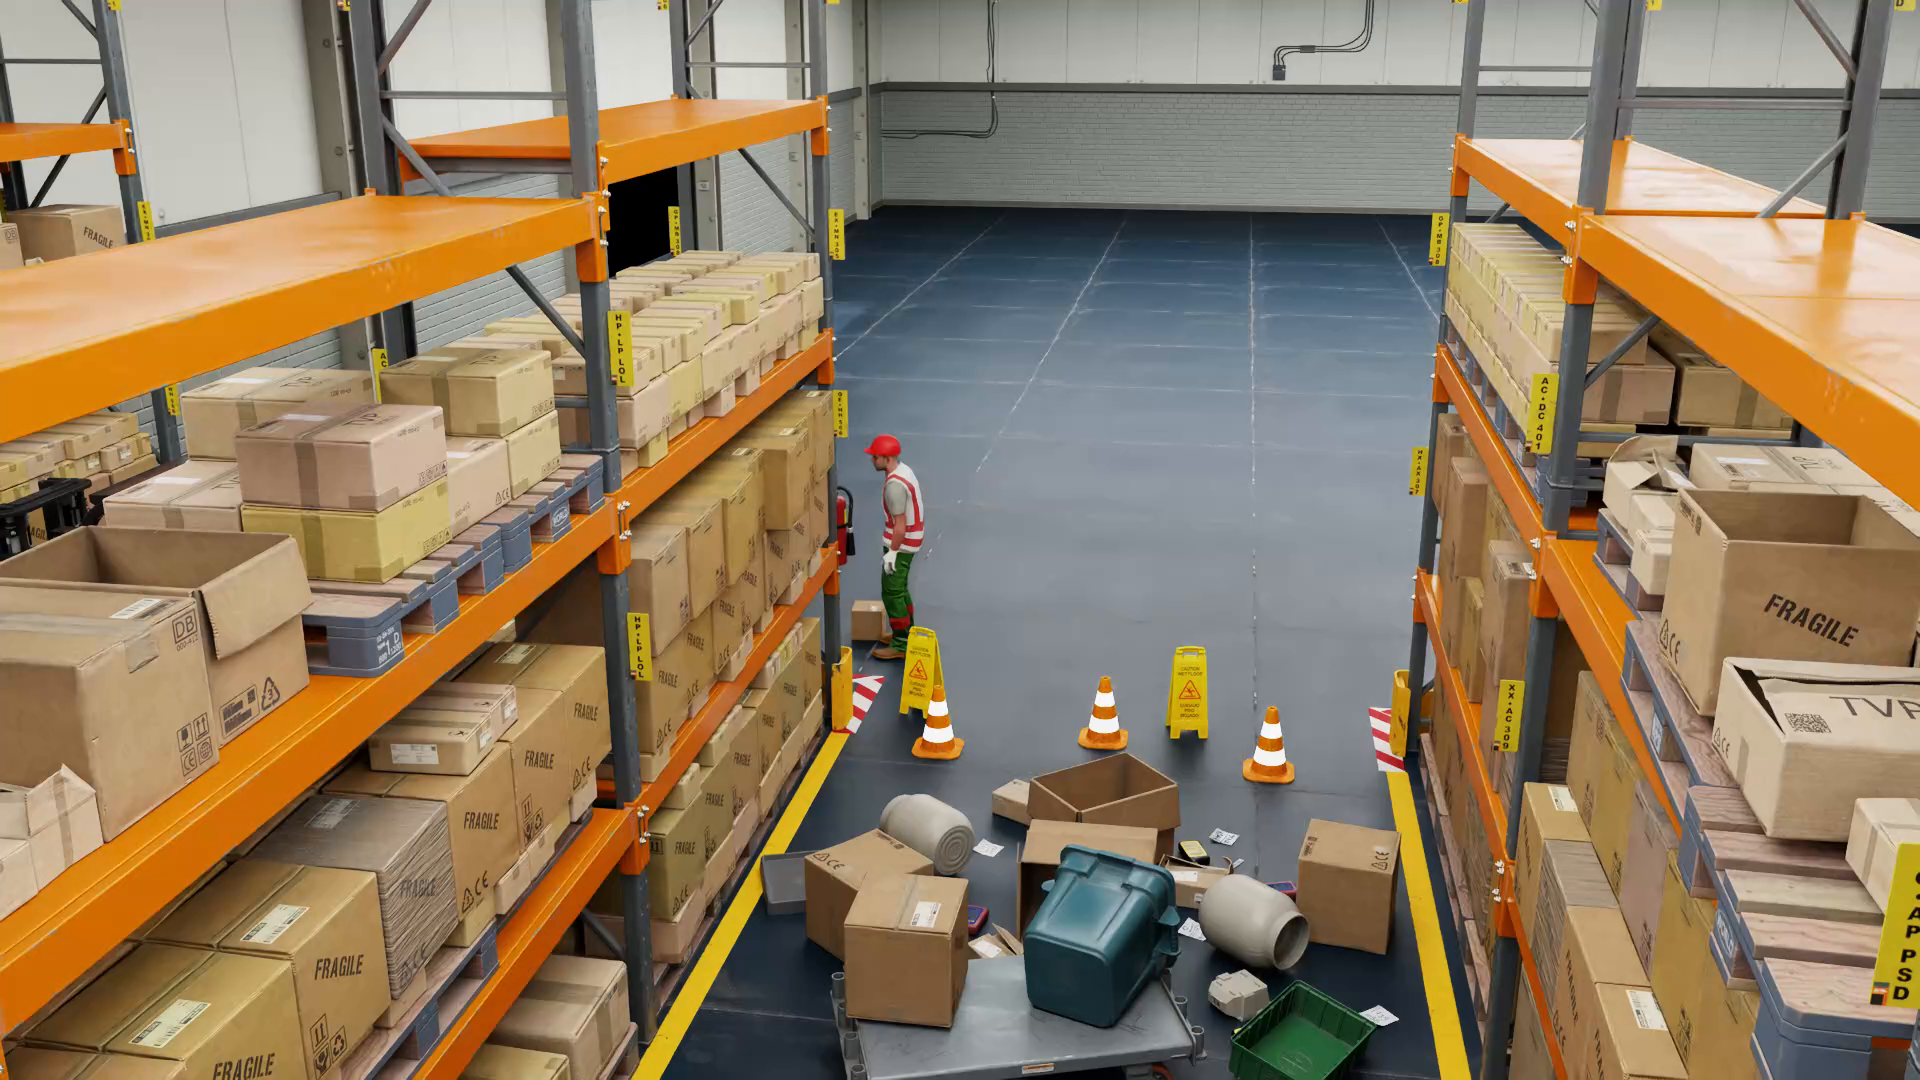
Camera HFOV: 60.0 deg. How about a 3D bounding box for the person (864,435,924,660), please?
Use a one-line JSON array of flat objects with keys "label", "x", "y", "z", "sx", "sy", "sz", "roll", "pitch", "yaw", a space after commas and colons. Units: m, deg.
[{"label": "person", "x": -0.505, "y": 0.044, "z": 12.894, "sx": 0.452, "sy": 1.777, "sz": 0.610, "roll": 1, "pitch": 18, "yaw": 3}]
